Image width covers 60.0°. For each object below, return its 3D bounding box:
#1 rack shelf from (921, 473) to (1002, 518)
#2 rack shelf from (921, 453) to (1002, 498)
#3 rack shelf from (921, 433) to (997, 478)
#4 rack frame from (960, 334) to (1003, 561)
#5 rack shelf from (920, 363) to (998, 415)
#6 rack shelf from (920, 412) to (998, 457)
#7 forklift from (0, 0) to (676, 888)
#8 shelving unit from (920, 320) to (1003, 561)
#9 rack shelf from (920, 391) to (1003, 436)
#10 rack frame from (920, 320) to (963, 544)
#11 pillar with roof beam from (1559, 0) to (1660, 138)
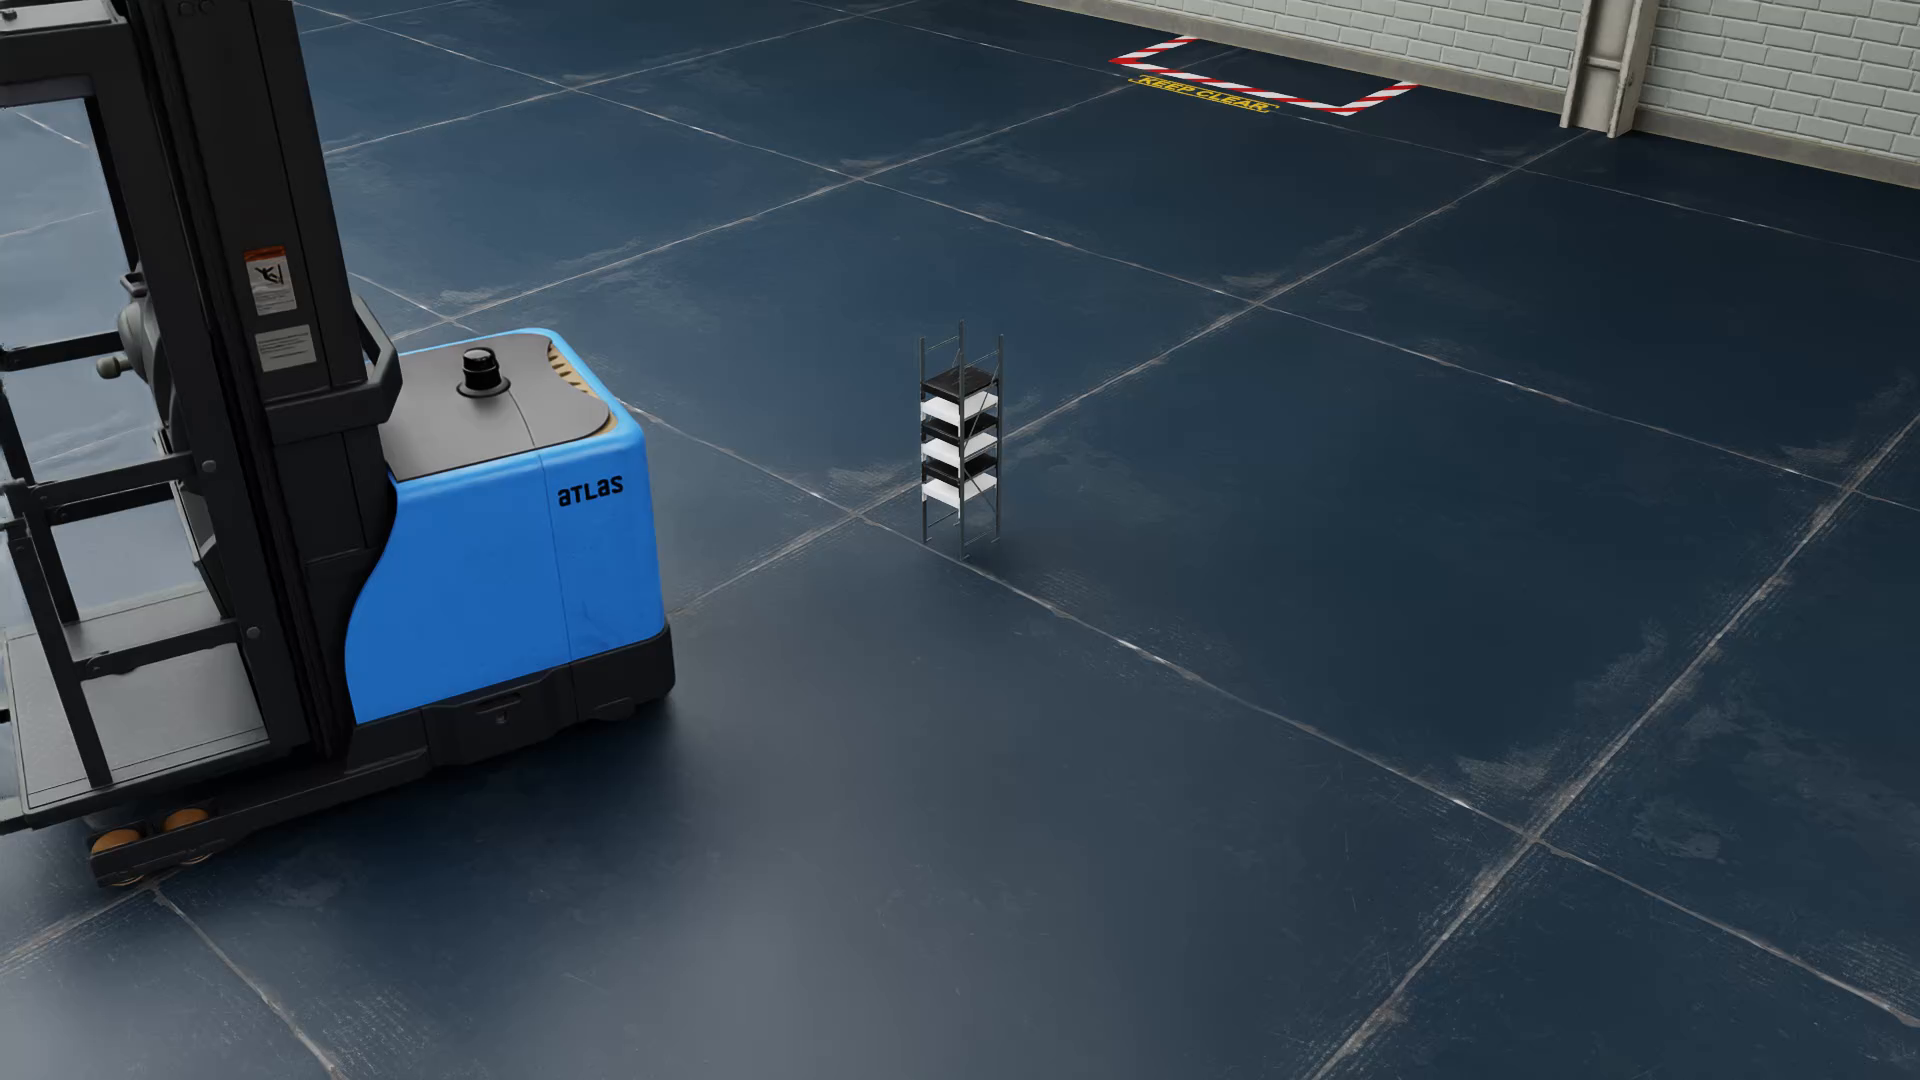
[{"bbox_3d":[0.006,-0.200,6.623,0.200,0.077,0.258,25,39,35],"label":"rack shelf"},{"bbox_3d":[0.006,-0.277,6.577,0.200,0.077,0.258,25,39,35],"label":"rack shelf"},{"bbox_3d":[0.006,-0.354,6.530,0.200,0.077,0.258,25,39,35],"label":"rack shelf"},{"bbox_3d":[0.081,-0.348,6.455,0.006,0.900,0.240,25,39,35],"label":"rack frame"},{"bbox_3d":[0.006,-0.585,6.391,0.200,0.077,0.258,25,39,35],"label":"rack shelf"},{"bbox_3d":[0.006,-0.431,6.484,0.200,0.077,0.258,25,39,35],"label":"rack shelf"},{"bbox_3d":[-2.528,-0.525,4.781,3.031,2.935,1.130,-16,35,-25],"label":"forklift"},{"bbox_3d":[0.006,-0.383,6.513,0.210,0.900,0.258,25,39,35],"label":"shelving unit"},{"bbox_3d":[0.006,-0.508,6.438,0.200,0.077,0.258,25,39,35],"label":"rack shelf"},{"bbox_3d":[-0.069,-0.418,6.572,0.006,0.900,0.240,25,39,35],"label":"rack frame"},{"bbox_3d":[1.506,-5.061,6.432,0.400,9.000,9.100,25,39,35],"label":"pillar with roof beam"}]
